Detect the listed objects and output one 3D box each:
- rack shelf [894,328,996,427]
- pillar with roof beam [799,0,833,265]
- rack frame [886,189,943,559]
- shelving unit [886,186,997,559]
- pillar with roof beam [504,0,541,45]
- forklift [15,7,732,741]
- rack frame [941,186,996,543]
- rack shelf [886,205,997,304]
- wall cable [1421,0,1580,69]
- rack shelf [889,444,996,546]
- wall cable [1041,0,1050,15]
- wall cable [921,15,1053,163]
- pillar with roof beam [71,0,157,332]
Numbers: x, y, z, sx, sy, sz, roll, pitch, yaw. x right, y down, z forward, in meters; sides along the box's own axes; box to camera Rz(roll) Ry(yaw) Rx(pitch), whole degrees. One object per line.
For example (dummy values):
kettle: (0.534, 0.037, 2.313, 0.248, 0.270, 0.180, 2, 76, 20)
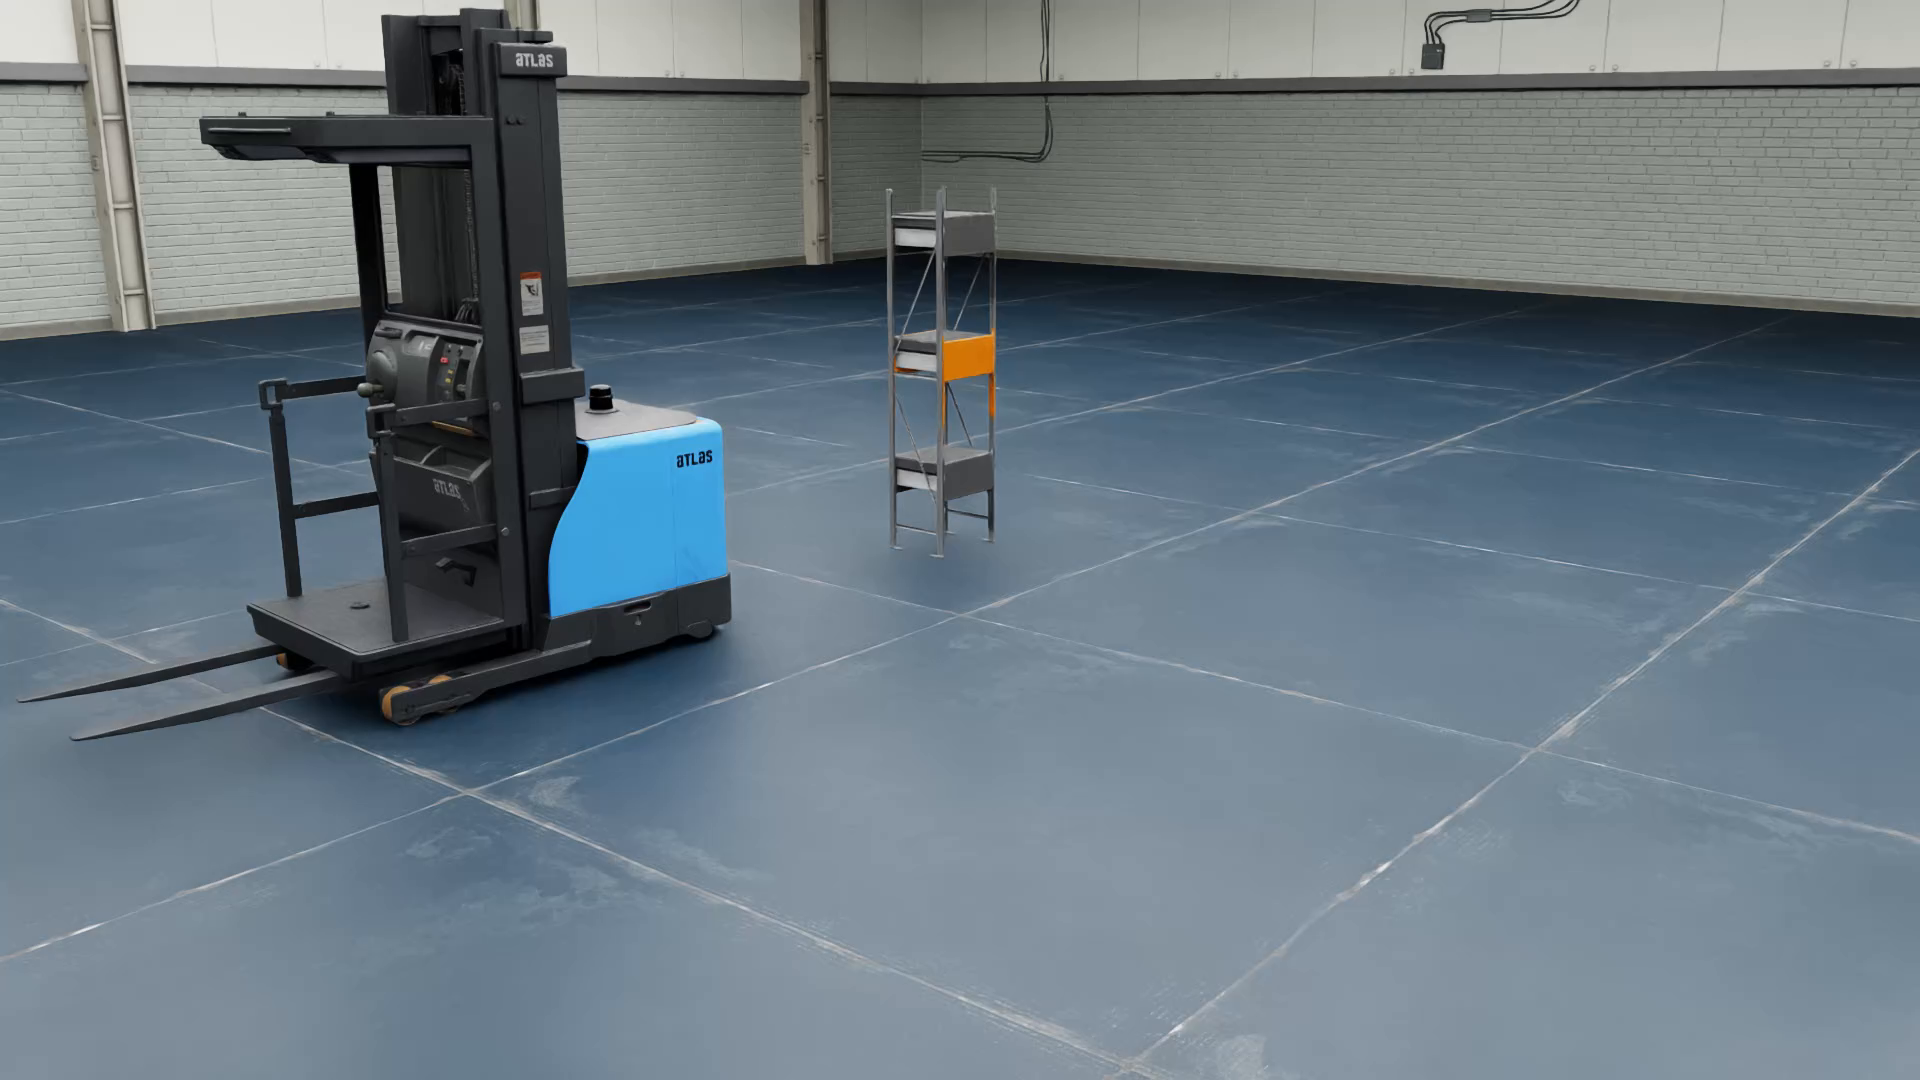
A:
rack shelf: (-0.104, -0.973, 9.743, 0.431, 0.518, 0.480, 11, 18, 38)
pillar with roof beam: (0.871, -8.549, 25.499, 9.100, 9.000, 0.400, 11, 18, 38)
rack frame: (-0.257, -0.939, 9.556, 0.400, 2.100, 0.015, 11, 18, 38)
shelving unit: (-0.104, -0.986, 9.740, 0.431, 2.100, 0.503, 11, 18, 38)
pillar with roof beam: (-2.900, -7.400, 20.976, 9.100, 9.000, 0.400, 11, 18, 38)
forklift: (-2.521, -0.777, 7.230, 1.130, 2.935, 3.031, 13, 19, 42)
rack frame: (0.049, -1.033, 9.924, 0.400, 2.100, 0.015, 11, 18, 38)
rack shelf: (-0.104, -1.651, 9.571, 0.431, 0.518, 0.480, 11, 18, 38)
wall cable: (7.777, -9.751, 23.323, 2.305, 6.003, 0.169, 11, 18, 38)
rack shelf: (-0.104, -0.294, 9.915, 0.431, 0.518, 0.480, 11, 18, 38)
wall cable: (2.507, -10.099, 27.649, 3.097, 2.526, 0.112, 11, 18, 38)
wall cable: (0.403, -8.070, 29.919, 3.097, 2.526, 0.112, 11, 18, 38)
pillar with roof beam: (-6.671, -6.251, 16.453, 9.100, 9.000, 0.400, 11, 18, 38)
